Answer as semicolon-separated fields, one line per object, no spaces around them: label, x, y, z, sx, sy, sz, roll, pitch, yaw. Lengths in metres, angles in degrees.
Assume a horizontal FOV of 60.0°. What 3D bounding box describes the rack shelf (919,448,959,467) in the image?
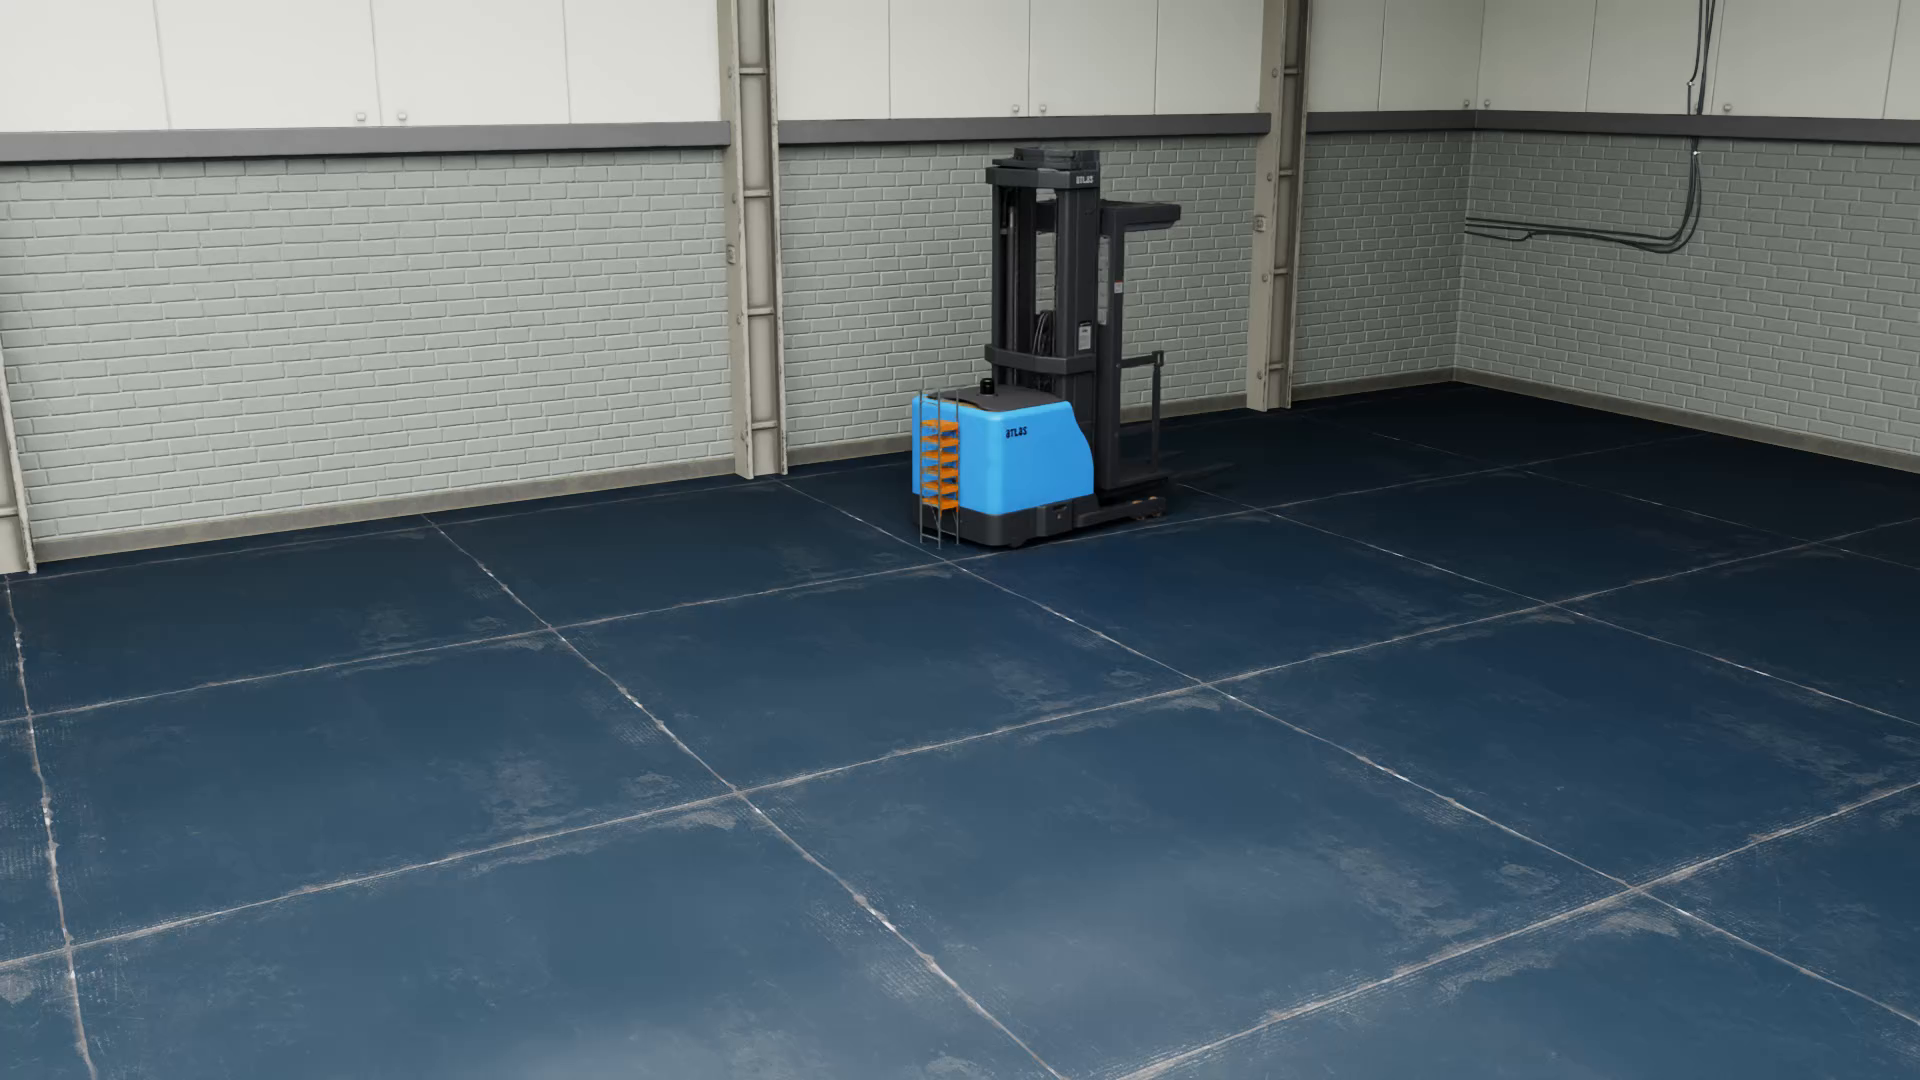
rack shelf;-0.157;-0.611;12.586;0.180;0.103;0.258;-13;20;-39

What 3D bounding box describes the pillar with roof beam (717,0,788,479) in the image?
pillar with roof beam;0.414;-3.943;10.305;0.400;9.000;9.100;-9;18;-30

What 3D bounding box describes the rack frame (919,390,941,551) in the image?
rack frame;-0.226;-0.522;12.548;0.006;1.200;0.240;-13;20;-39

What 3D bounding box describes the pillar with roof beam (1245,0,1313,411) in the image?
pillar with roof beam;5.558;-4.777;13.281;0.400;9.000;9.100;-9;18;-30

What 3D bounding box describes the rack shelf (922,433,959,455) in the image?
rack shelf;-0.157;-0.726;12.553;0.180;0.103;0.258;-13;20;-39

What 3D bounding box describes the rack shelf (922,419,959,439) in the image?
rack shelf;-0.157;-0.842;12.521;0.180;0.103;0.258;-13;20;-39

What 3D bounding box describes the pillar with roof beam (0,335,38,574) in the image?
pillar with roof beam;-4.729;-3.109;7.330;0.400;9.000;9.100;-9;18;-30

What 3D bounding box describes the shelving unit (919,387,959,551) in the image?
shelving unit;-0.157;-0.538;12.606;0.189;1.200;0.258;-13;20;-39

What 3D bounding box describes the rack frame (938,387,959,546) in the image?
rack frame;-0.089;-0.554;12.664;0.006;1.200;0.240;-13;20;-39

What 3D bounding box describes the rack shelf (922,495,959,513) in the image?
rack shelf;-0.157;-0.264;12.683;0.180;0.103;0.258;-13;20;-39

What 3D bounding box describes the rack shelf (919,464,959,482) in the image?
rack shelf;-0.157;-0.495;12.618;0.180;0.103;0.258;-13;20;-39

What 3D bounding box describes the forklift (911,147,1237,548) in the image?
forklift;1.051;-1.660;13.401;3.031;2.935;1.130;-13;20;-39

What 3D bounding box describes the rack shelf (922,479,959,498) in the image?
rack shelf;-0.157;-0.380;12.651;0.180;0.103;0.258;-13;20;-39

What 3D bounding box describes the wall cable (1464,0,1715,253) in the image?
wall cable;6.547;-4.382;17.623;0.112;2.526;3.097;-9;18;-30
